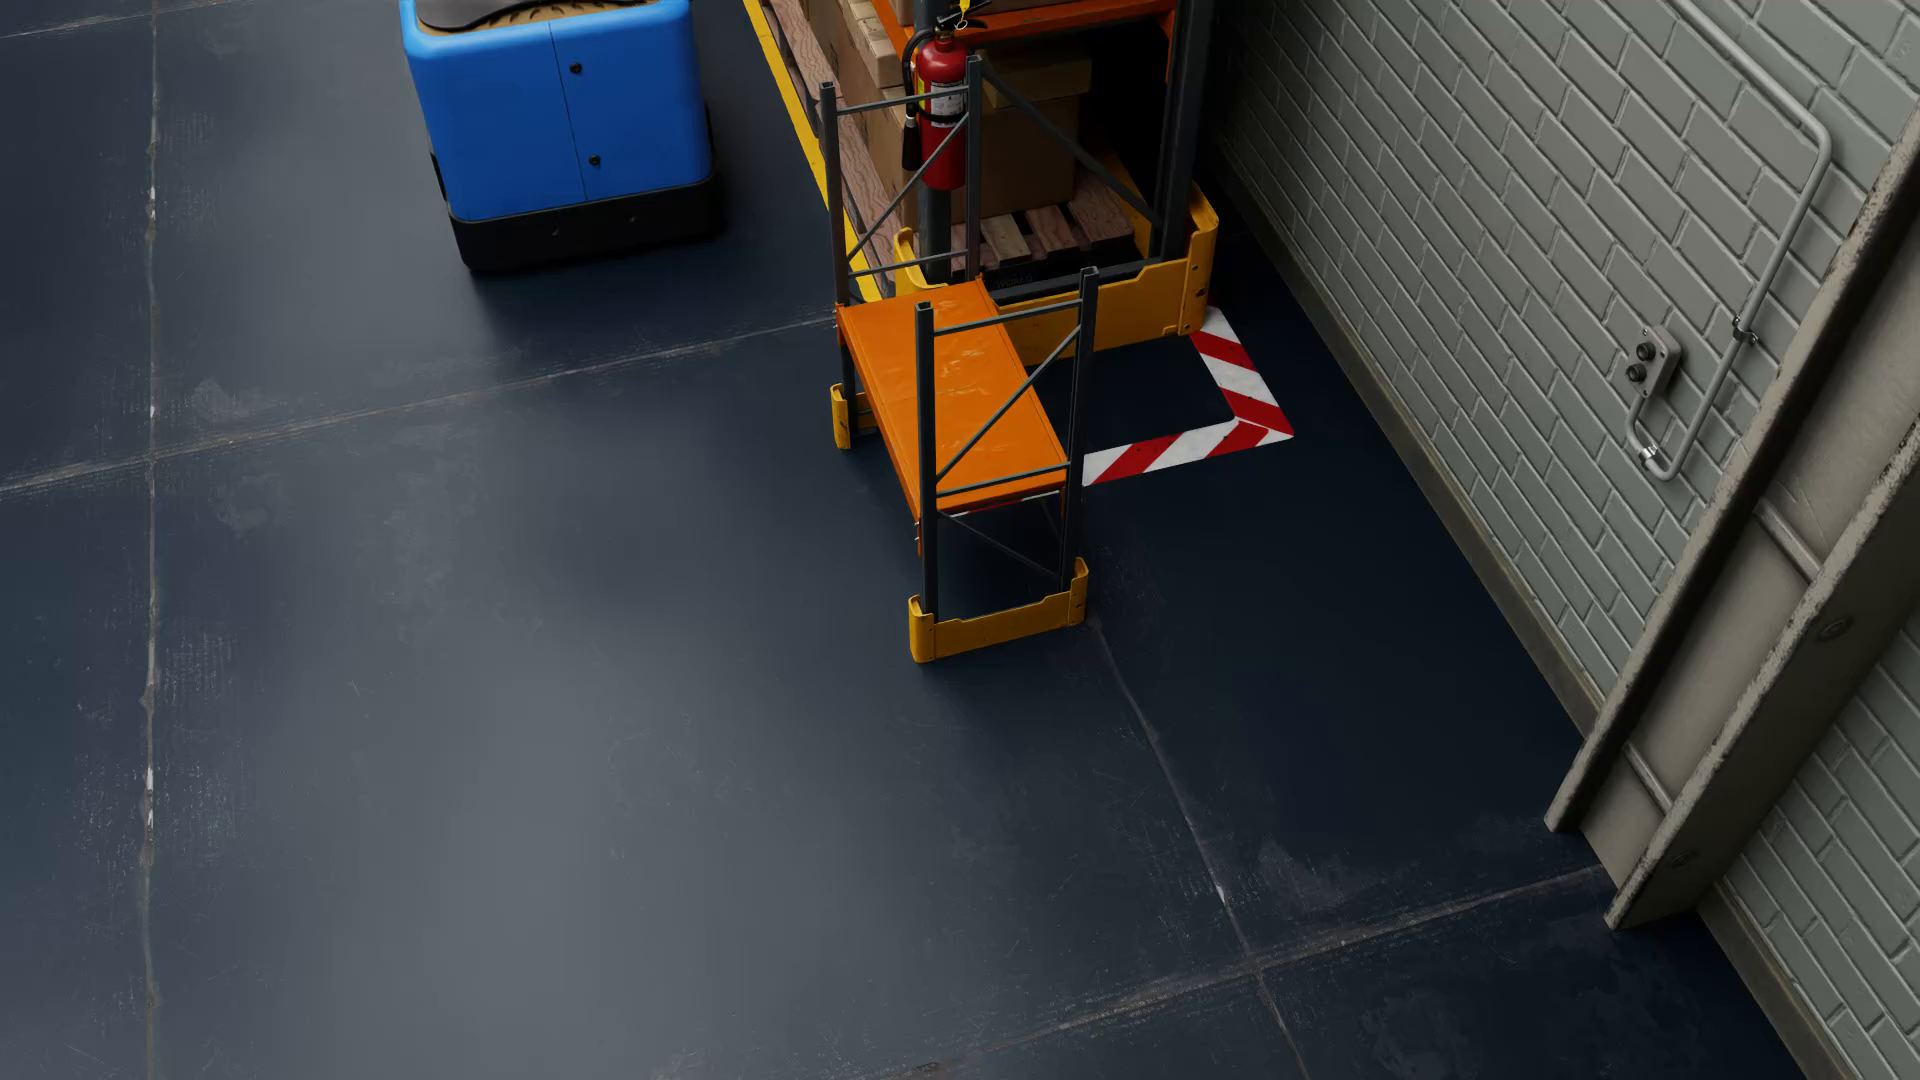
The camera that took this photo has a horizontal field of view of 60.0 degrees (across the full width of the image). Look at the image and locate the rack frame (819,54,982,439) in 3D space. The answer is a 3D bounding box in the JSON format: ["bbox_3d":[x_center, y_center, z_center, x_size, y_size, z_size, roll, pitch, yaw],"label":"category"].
[{"bbox_3d":[-0.176,-0.917,5.542,0.500,1.500,0.032,-13,51,-11],"label":"rack frame"}]

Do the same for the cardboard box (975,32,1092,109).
[{"bbox_3d":[0.272,-1.773,6.219,0.380,0.149,0.250,-13,51,-11],"label":"cardboard box"}]

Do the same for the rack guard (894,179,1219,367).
[{"bbox_3d":[0.354,-0.969,6.240,1.175,0.500,0.348,-13,51,-11],"label":"rack guard"}]

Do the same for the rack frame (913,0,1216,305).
[{"bbox_3d":[0.347,-1.792,5.299,1.000,3.000,0.127,-13,51,-11],"label":"rack frame"}]

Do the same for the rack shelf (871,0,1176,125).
[{"bbox_3d":[-0.245,-3.021,6.805,1.077,0.370,4.000,-13,51,-11],"label":"rack shelf"}]

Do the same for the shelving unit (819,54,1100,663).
[{"bbox_3d":[-0.023,-0.539,5.223,0.587,1.500,1.083,-13,51,-11],"label":"shelving unit"}]

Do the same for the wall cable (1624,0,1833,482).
[{"bbox_3d":[1.629,-1.398,4.302,0.084,1.984,1.851,-13,51,-11],"label":"wall cable"}]

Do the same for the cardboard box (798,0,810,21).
[{"bbox_3d":[-0.418,-2.731,7.450,0.700,0.500,0.500,-12,51,-10],"label":"cardboard box"}]

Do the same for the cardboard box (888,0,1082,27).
[{"bbox_3d":[0.186,-2.259,5.496,0.980,0.700,0.700,-11,51,-9],"label":"cardboard box"}]

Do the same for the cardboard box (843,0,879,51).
[{"bbox_3d":[-0.244,-2.059,6.460,0.380,0.149,0.250,-12,51,-10],"label":"cardboard box"}]

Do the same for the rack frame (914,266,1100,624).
[{"bbox_3d":[0.125,-0.174,4.916,0.500,1.500,0.032,-13,51,-11],"label":"rack frame"}]

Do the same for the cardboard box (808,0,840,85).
[{"bbox_3d":[-0.253,-2.343,7.124,0.700,0.500,0.500,-15,51,-12],"label":"cardboard box"}]

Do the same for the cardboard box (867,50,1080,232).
[{"bbox_3d":[0.044,-1.610,6.506,0.700,0.500,0.500,-13,51,-11],"label":"cardboard box"}]

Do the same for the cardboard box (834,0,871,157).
[{"bbox_3d":[-0.104,-1.976,6.814,0.700,0.500,0.500,-13,51,-11],"label":"cardboard box"}]

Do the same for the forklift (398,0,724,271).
[{"bbox_3d":[-1.856,-3.160,6.497,1.130,2.935,3.031,-12,51,-10],"label":"forklift"}]

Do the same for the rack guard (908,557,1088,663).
[{"bbox_3d":[0.125,0.227,5.395,0.587,0.250,0.087,-13,51,-11],"label":"rack guard"}]

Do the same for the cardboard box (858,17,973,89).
[{"bbox_3d":[-0.168,-1.872,6.302,0.380,0.149,0.250,-14,51,-11],"label":"cardboard box"}]

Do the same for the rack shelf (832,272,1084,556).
[{"bbox_3d":[-0.025,-0.430,5.367,0.538,0.185,1.000,-13,51,-11],"label":"rack shelf"}]

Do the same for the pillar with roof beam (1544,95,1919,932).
[{"bbox_3d":[-2.141,-0.976,0.687,9.100,9.000,0.400,-13,51,-11],"label":"pillar with roof beam"}]

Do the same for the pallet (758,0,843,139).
[{"bbox_3d":[-0.322,-2.349,7.592,1.003,0.211,1.213,-13,51,-11],"label":"pallet"}]

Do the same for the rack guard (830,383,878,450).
[{"bbox_3d":[-0.170,-0.500,6.008,0.587,0.250,0.087,-13,51,-11],"label":"rack guard"}]

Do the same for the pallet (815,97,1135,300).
[{"bbox_3d":[0.035,-1.460,6.842,1.003,0.211,1.213,-13,51,-11],"label":"pallet"}]

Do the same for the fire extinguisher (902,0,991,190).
[{"bbox_3d":[-0.050,-1.432,5.290,0.296,0.674,0.183,-13,51,-11],"label":"fire extinguisher"}]
